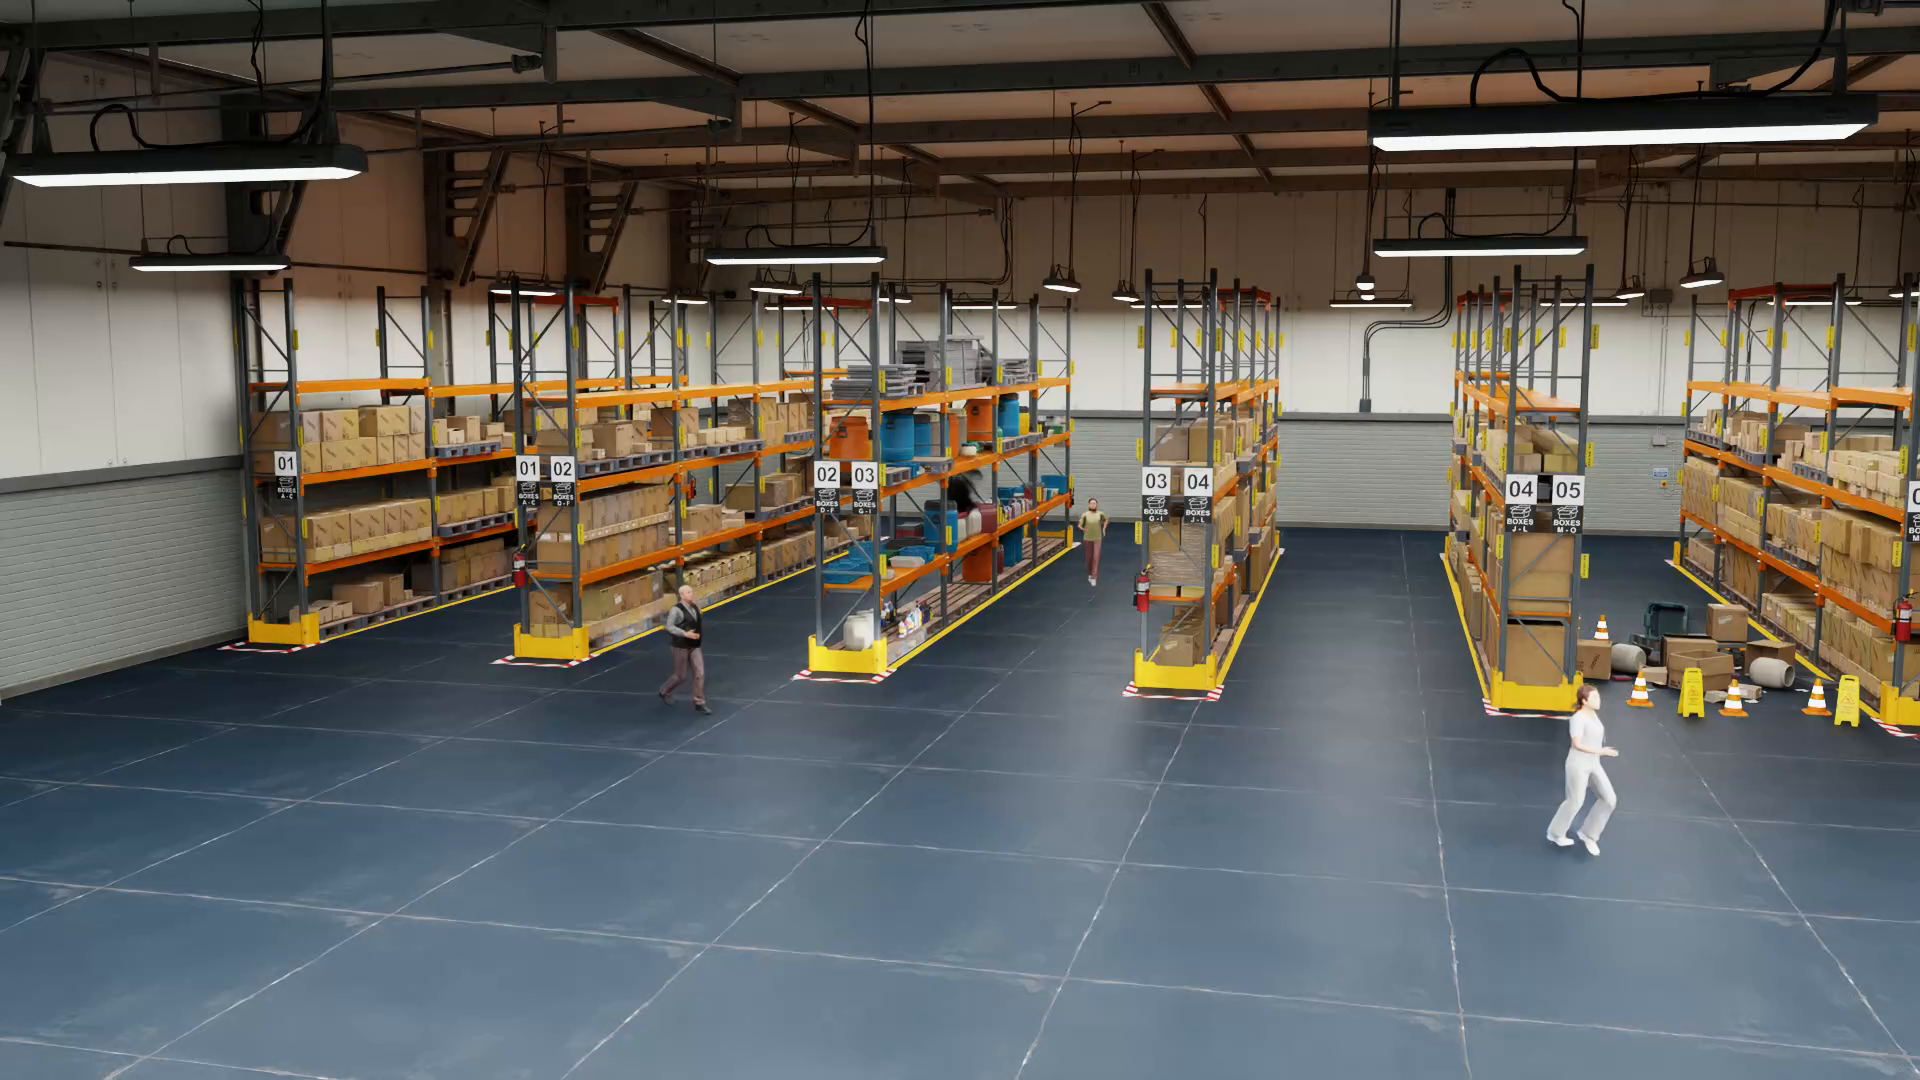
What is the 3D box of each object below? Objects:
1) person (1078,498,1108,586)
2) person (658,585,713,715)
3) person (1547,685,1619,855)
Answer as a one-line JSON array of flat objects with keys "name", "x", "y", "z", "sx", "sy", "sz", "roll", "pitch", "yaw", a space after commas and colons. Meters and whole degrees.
[{"name": "person", "x": 2.578, "y": 0.014, "z": 32.228, "sx": 0.578, "sy": 1.669, "sz": 0.858, "roll": 0, "pitch": 7, "yaw": 3}, {"name": "person", "x": -3.713, "y": 1.468, "z": 22.420, "sx": 0.898, "sy": 1.730, "sz": 0.656, "roll": 5, "pitch": 9, "yaw": 37}, {"name": "person", "x": 6.109, "y": 2.251, "z": 16.239, "sx": 0.576, "sy": 1.714, "sz": 0.705, "roll": -6, "pitch": 9, "yaw": -41}]
